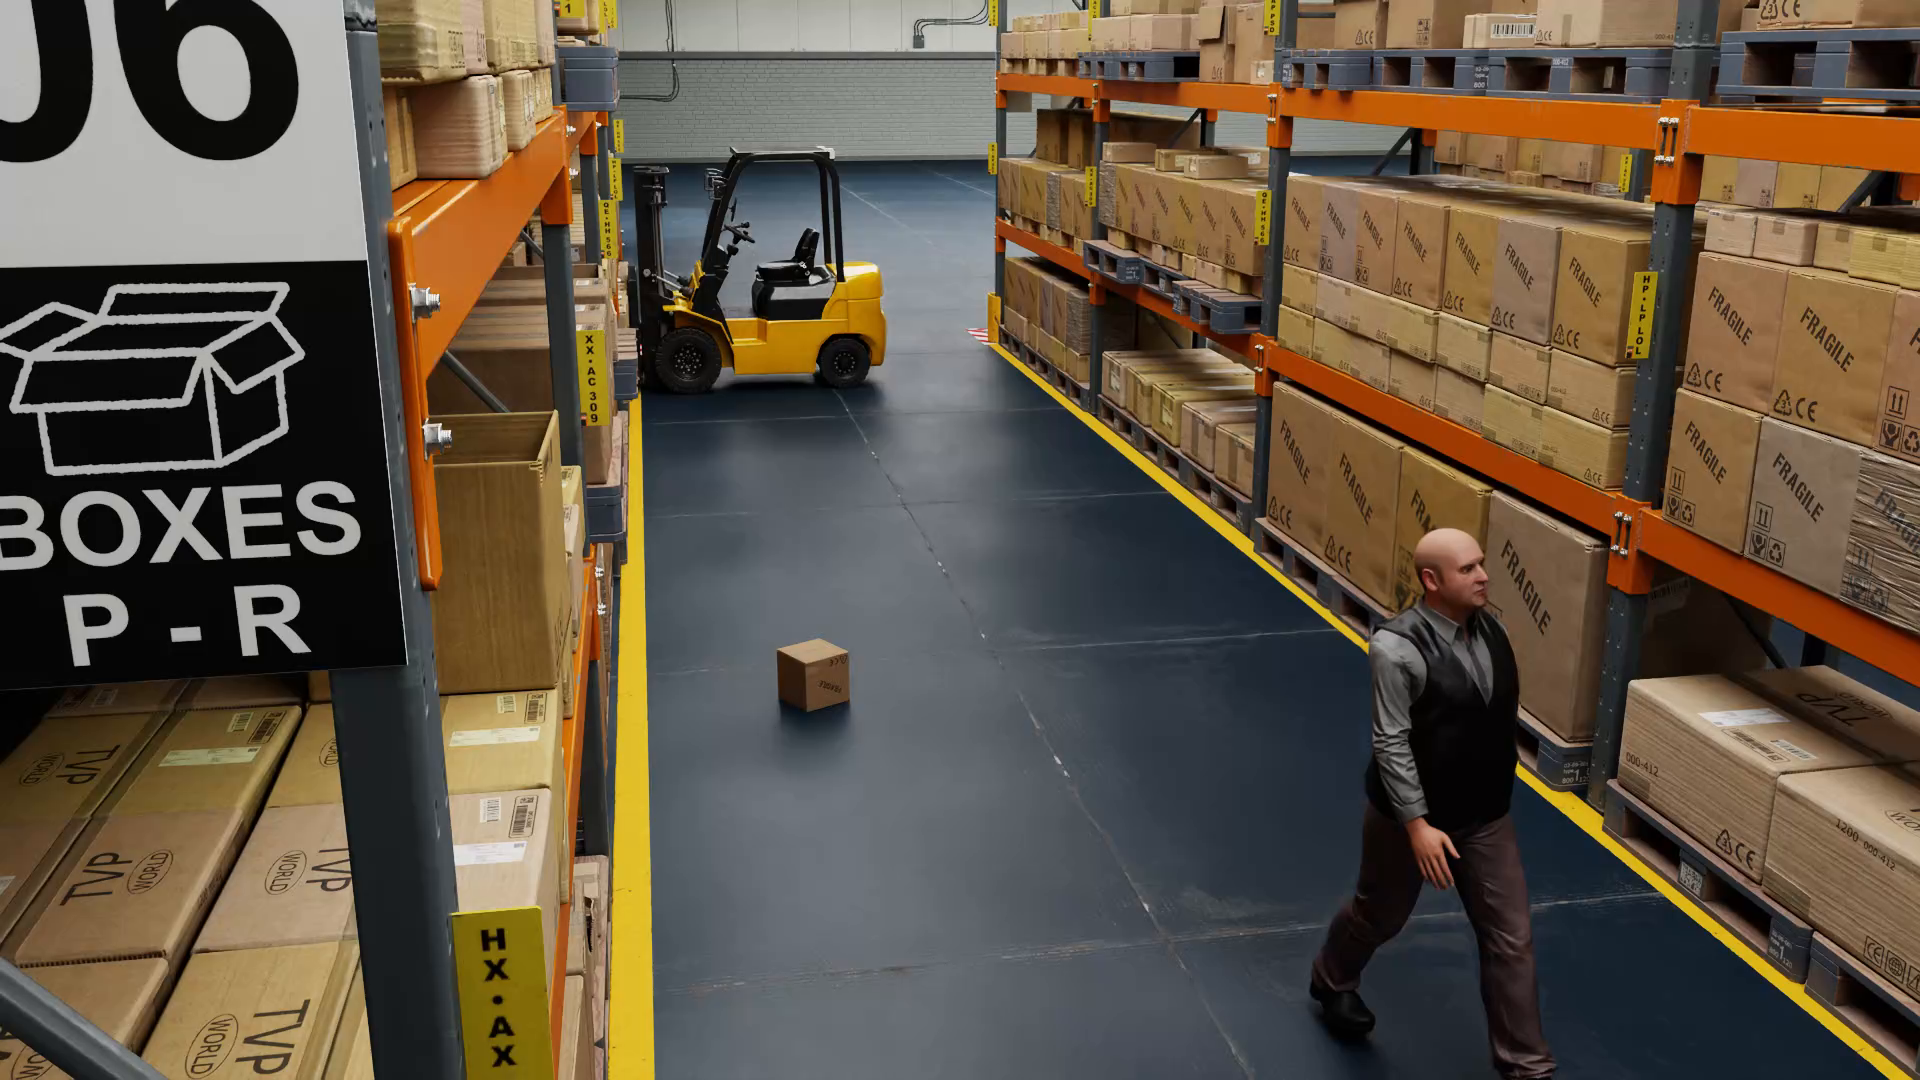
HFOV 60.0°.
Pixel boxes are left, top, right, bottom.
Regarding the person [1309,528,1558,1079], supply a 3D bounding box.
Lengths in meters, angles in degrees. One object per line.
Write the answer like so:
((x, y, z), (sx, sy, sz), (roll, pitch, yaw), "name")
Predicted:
((1.432, 0.839, 4.819), (0.544, 1.592, 1.004), (-8, 18, -25), "person")
